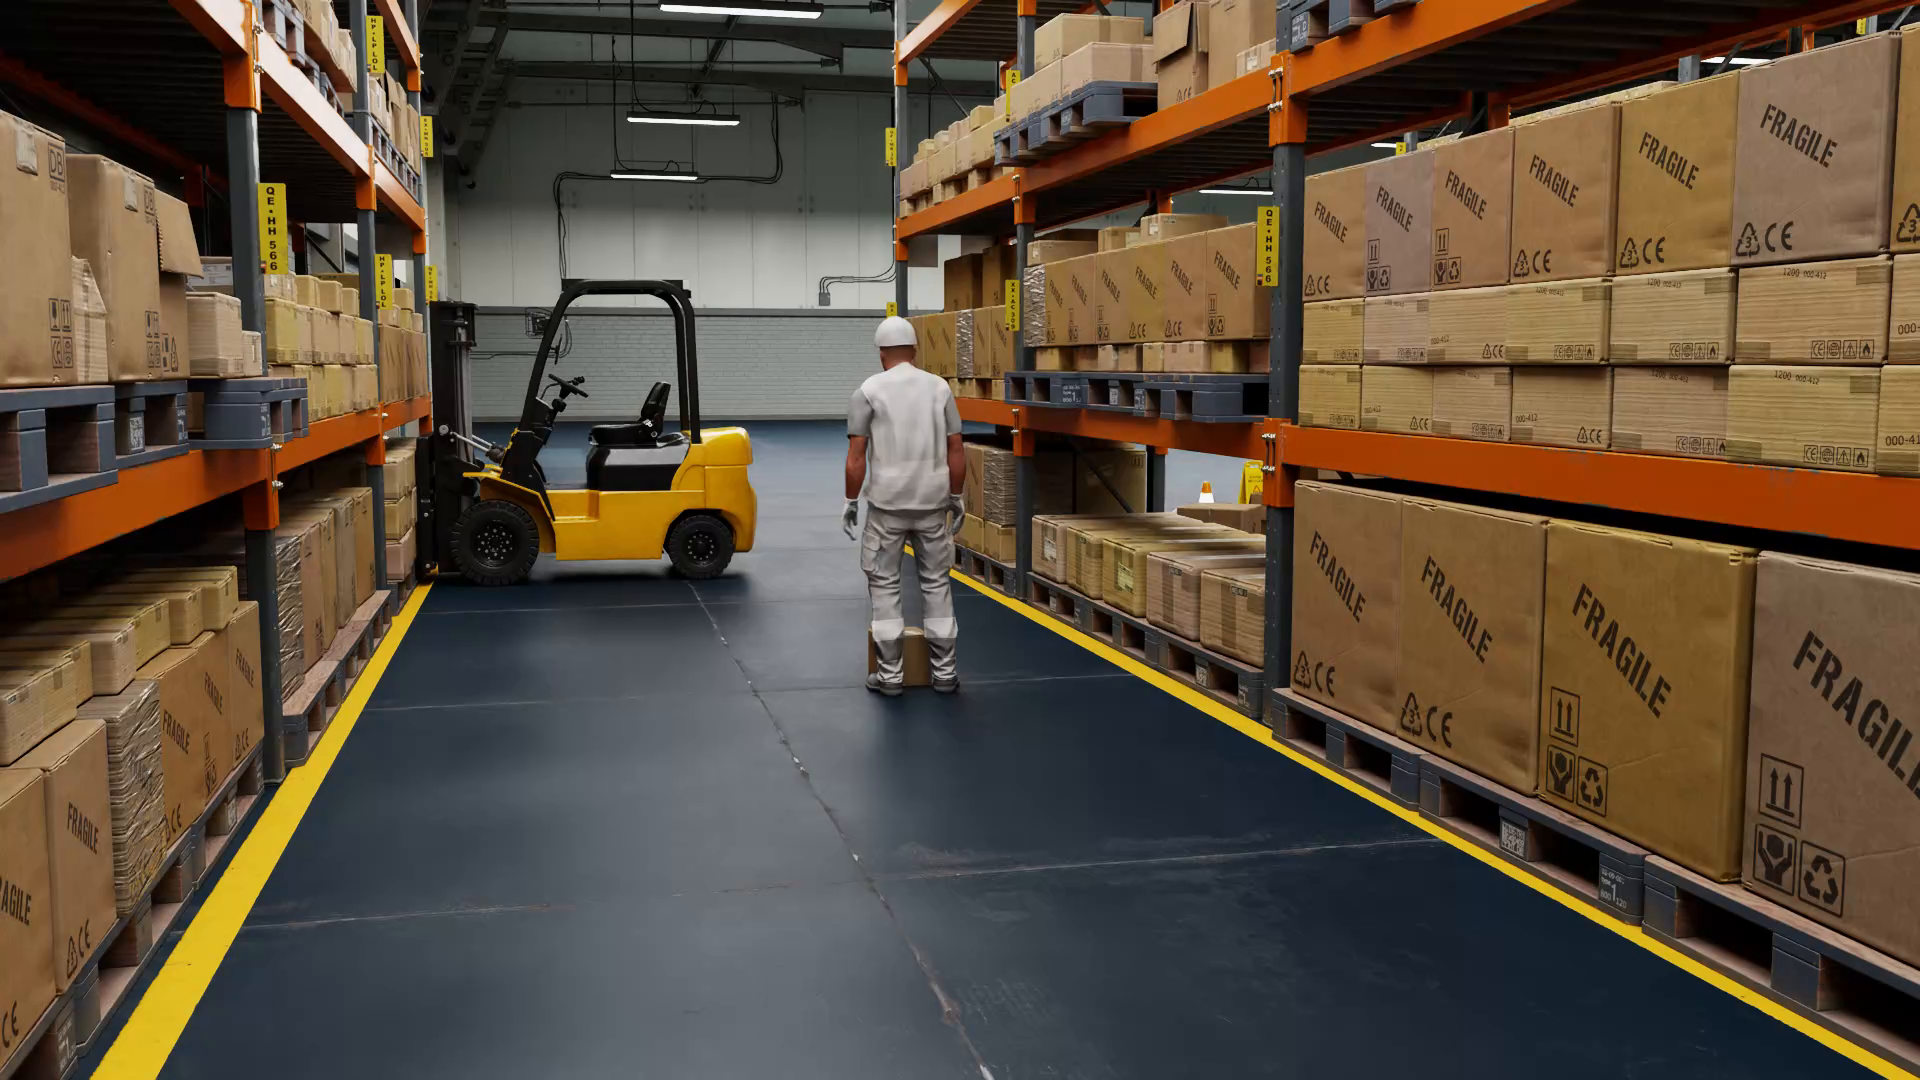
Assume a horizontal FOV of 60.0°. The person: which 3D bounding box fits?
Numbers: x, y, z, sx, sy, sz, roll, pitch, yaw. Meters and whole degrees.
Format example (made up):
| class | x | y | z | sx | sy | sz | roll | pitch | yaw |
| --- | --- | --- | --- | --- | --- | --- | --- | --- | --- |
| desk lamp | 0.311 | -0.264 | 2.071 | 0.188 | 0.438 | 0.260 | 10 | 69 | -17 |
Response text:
| class | x | y | z | sx | sy | sz | roll | pitch | yaw |
| --- | --- | --- | --- | --- | --- | --- | --- | --- | --- |
| person | -0.263 | -0.163 | 7.857 | 0.619 | 1.779 | 0.448 | -2 | 6 | -17 |
